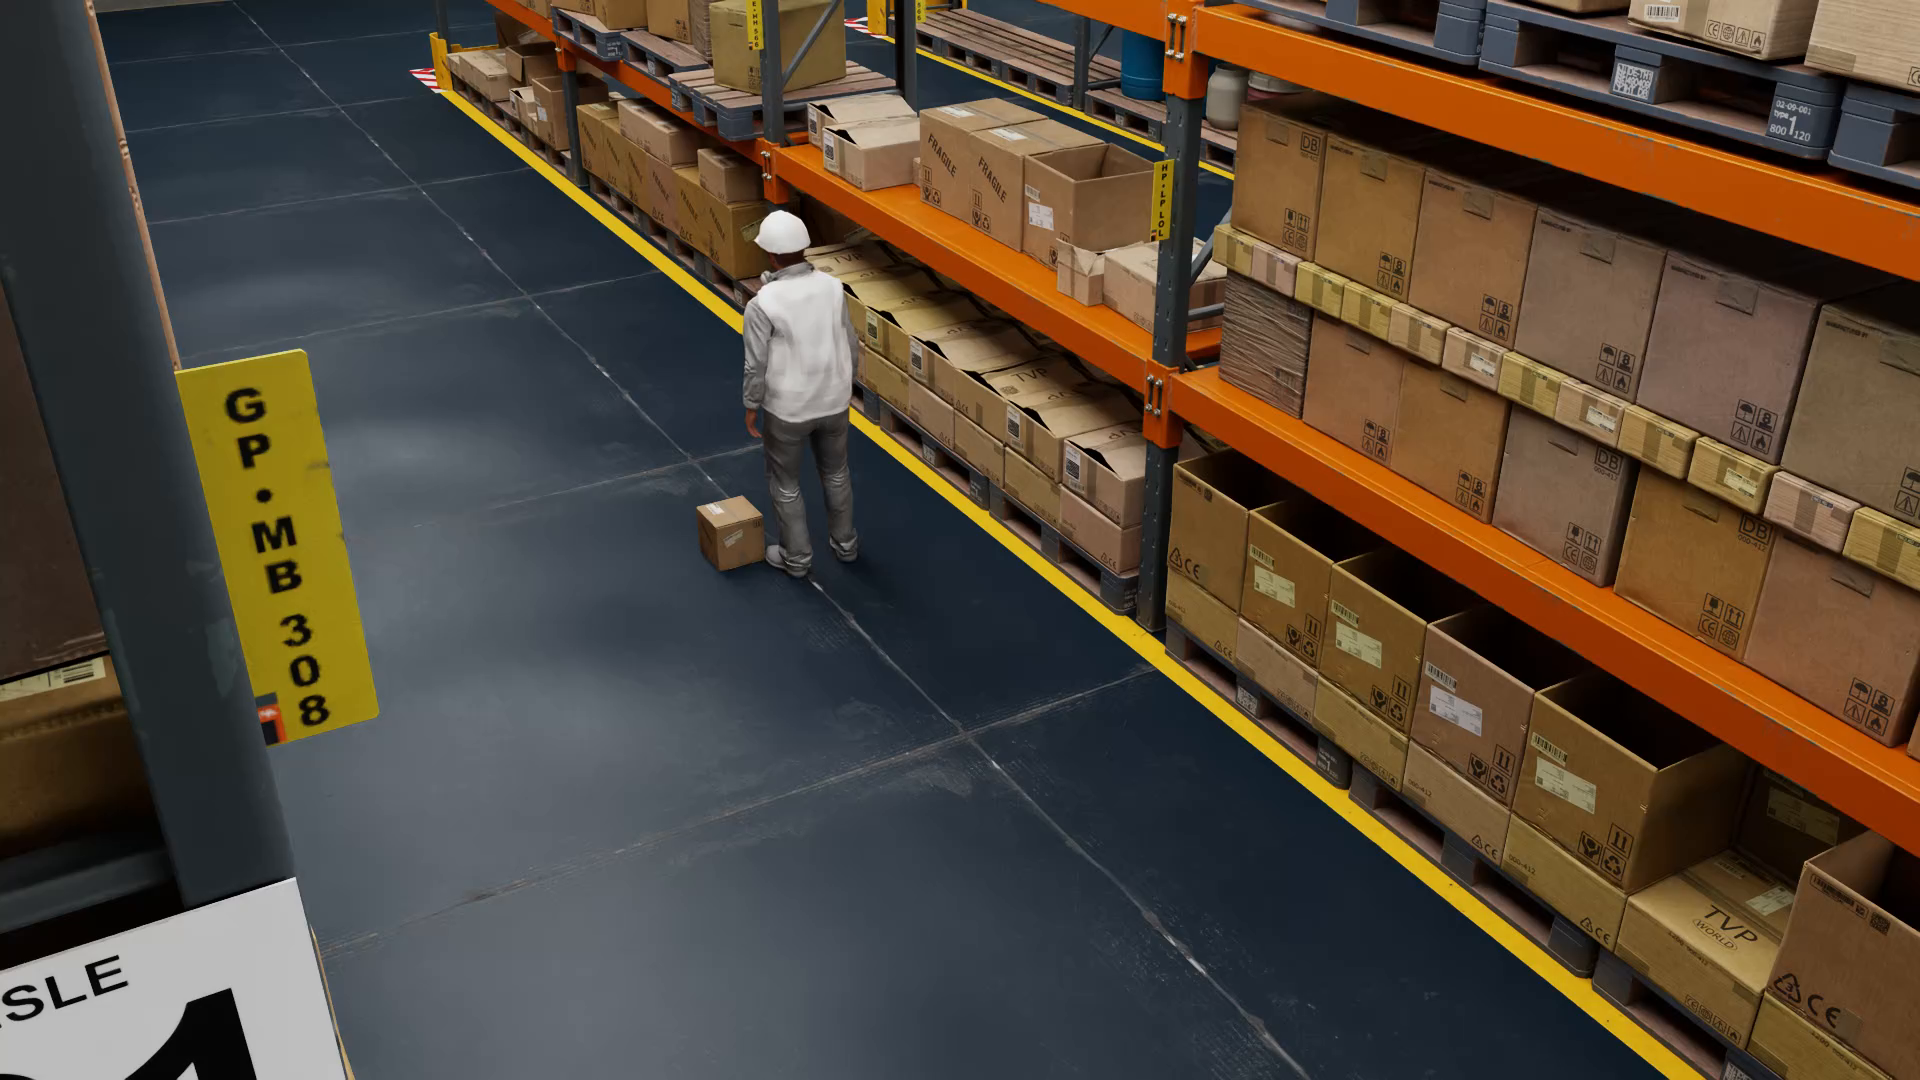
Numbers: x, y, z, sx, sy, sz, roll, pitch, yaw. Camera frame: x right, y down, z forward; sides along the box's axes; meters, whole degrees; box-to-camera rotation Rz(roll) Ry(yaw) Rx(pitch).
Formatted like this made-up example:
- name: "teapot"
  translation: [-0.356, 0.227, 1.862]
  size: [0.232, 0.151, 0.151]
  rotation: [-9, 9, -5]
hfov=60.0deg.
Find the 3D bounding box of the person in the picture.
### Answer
- name: "person"
  translation: [-0.744, -0.666, 7.812]
  size: [0.587, 1.768, 0.466]
  rotation: [-16, 33, -27]
